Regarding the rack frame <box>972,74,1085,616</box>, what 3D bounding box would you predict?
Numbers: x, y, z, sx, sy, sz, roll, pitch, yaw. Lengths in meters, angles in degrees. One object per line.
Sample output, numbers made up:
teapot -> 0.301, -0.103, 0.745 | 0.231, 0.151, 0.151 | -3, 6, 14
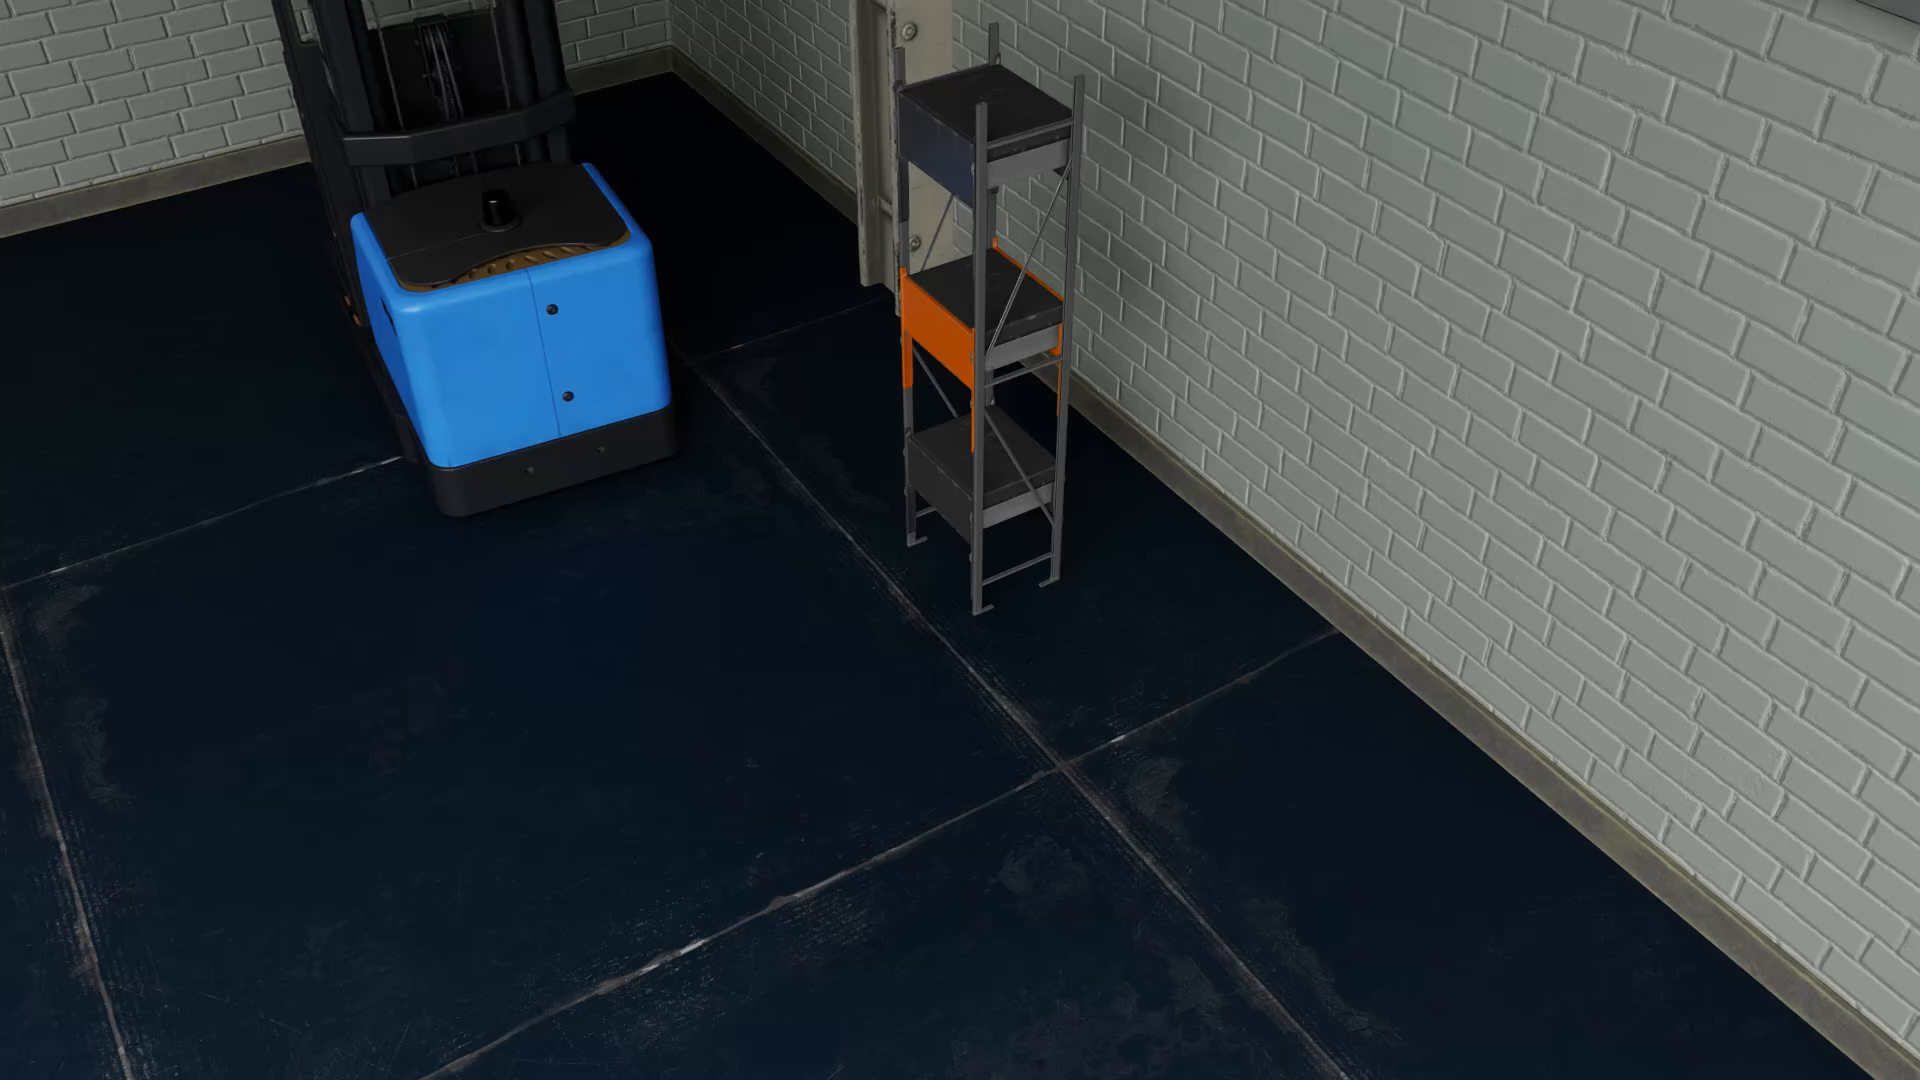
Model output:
rack frame -> 0.220, -0.586, 5.813 | 0.400, 2.100, 0.015 | -22, 45, -24

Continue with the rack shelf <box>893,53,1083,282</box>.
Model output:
rack shelf -> 0.089, -1.245, 5.531 | 0.431, 0.518, 0.480 | -22, 45, -24

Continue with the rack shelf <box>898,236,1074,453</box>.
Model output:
rack shelf -> 0.089, -0.707, 5.979 | 0.431, 0.518, 0.480 | -22, 45, -24

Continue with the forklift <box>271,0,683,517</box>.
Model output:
forklift -> -2.317, -2.155, 7.046 | 1.130, 2.935, 3.031 | -18, 43, -21

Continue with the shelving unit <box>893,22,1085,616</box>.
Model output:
shelving unit -> 0.089, -0.717, 5.971 | 0.431, 2.100, 0.503 | -22, 45, -24

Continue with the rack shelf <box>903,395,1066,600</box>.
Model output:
rack shelf -> 0.089, -0.169, 6.427 | 0.431, 0.518, 0.480 | -22, 45, -24

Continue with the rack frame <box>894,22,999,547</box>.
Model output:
rack frame -> -0.042, -0.849, 6.129 | 0.400, 2.100, 0.015 | -22, 45, -24

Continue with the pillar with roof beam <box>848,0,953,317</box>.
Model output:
pillar with roof beam -> -3.894, -3.209, 3.572 | 9.100, 9.000, 0.400 | -22, 45, -24
